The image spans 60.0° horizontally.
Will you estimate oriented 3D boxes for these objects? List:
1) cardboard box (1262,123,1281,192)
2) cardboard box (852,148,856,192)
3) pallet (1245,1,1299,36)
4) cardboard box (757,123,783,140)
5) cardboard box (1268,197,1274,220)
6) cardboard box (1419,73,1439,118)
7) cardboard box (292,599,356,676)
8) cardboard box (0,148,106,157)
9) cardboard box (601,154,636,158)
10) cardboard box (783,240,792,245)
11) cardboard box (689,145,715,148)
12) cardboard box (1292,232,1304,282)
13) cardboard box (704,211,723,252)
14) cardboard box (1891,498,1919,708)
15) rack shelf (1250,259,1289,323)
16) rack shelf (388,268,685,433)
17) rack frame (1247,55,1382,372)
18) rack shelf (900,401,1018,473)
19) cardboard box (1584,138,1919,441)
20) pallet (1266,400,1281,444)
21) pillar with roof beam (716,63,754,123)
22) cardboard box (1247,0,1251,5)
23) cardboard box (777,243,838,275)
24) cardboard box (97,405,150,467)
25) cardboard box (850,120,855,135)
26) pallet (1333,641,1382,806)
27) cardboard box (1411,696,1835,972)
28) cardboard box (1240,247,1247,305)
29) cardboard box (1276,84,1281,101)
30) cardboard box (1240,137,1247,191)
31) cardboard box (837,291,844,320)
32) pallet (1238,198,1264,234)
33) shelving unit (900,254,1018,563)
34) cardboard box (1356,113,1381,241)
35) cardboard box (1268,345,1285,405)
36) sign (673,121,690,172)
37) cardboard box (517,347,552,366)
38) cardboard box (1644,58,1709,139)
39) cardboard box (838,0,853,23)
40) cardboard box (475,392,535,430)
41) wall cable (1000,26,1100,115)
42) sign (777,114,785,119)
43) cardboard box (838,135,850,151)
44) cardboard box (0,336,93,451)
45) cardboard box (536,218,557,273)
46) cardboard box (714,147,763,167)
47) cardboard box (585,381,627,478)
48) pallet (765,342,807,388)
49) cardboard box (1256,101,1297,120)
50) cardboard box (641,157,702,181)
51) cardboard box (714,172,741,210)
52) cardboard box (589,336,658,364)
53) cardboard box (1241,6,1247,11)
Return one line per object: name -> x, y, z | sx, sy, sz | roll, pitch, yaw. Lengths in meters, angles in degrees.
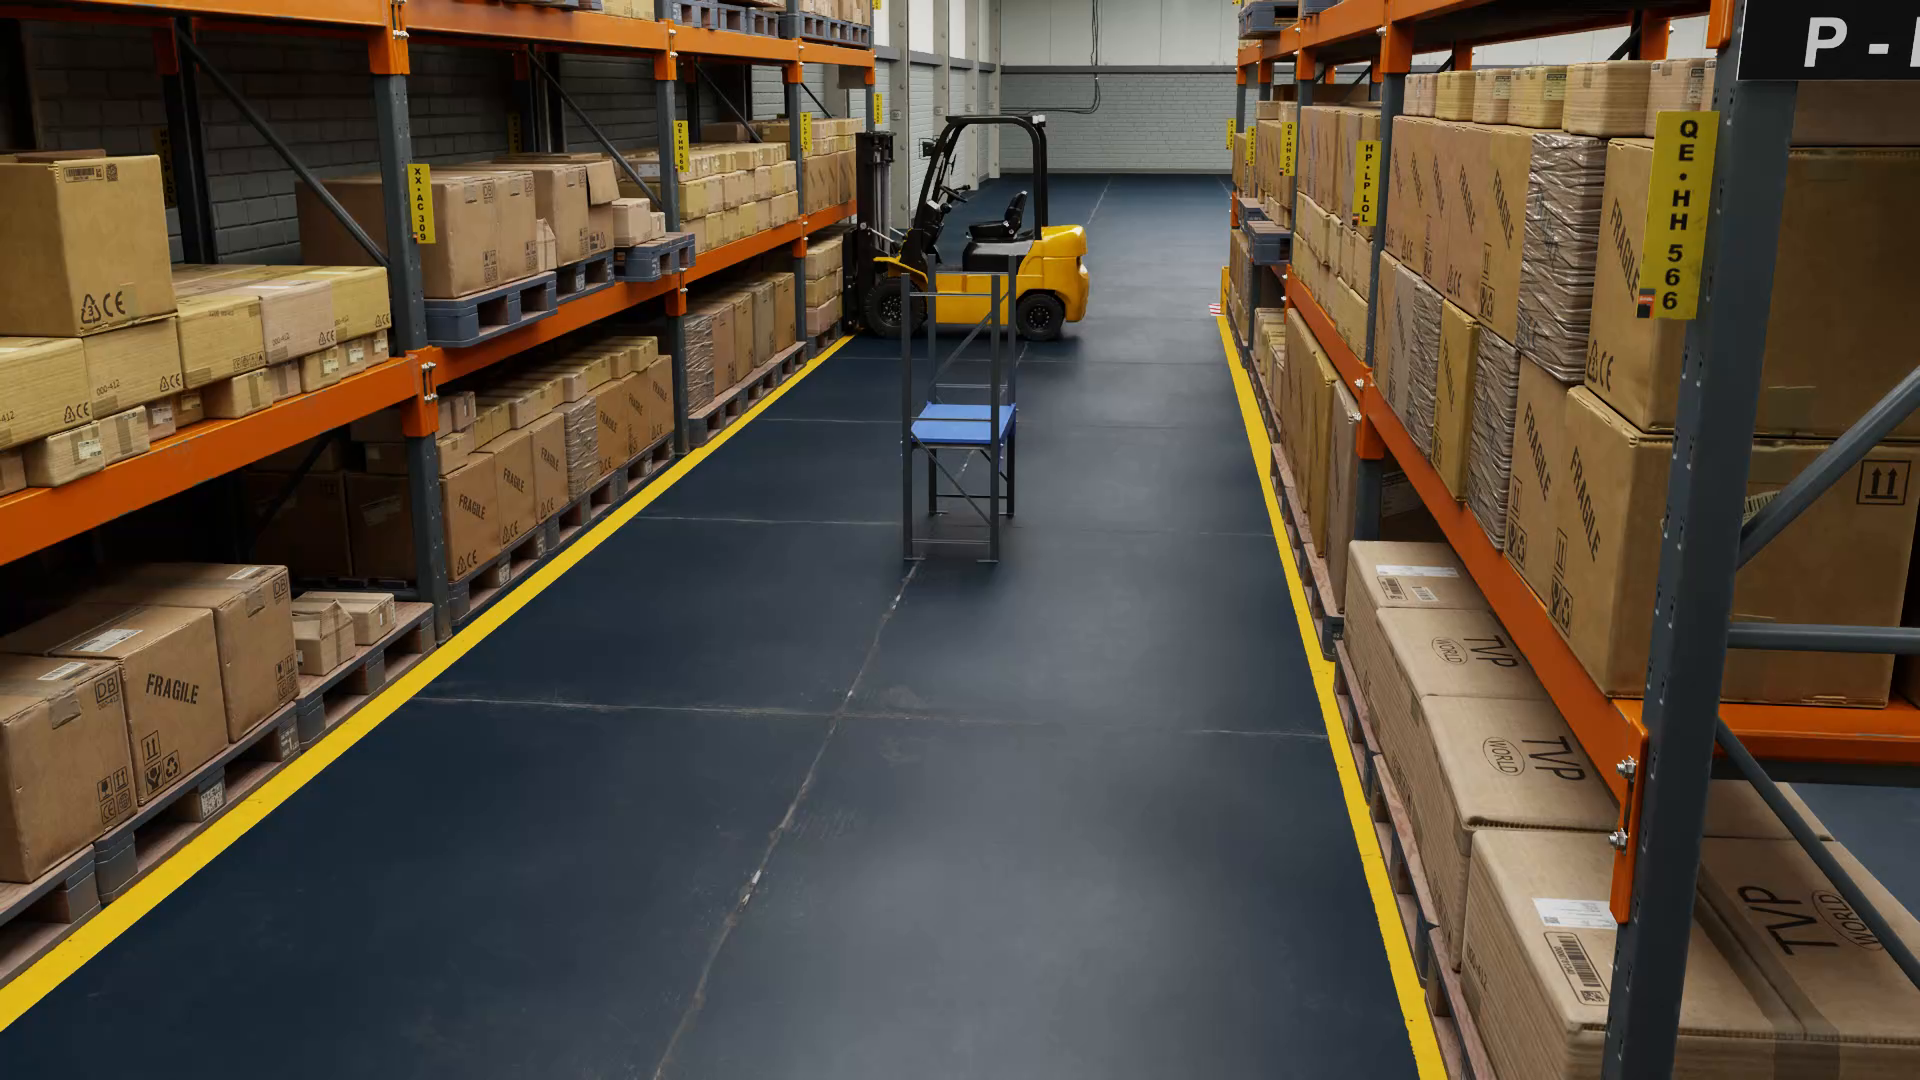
cardboard box -> 2.525, -2.824, 12.293 | 0.500, 0.500, 0.500 | 1, 15, 4
cardboard box -> -1.308, -3.895, 17.628 | 0.500, 0.500, 0.500 | 2, 15, 8
pallet -> 2.746, -3.865, 12.322 | 1.213, 0.211, 1.003 | 2, 15, 6
cardboard box -> -1.644, -3.729, 15.202 | 0.380, 0.149, 0.250 | 2, 15, 7
cardboard box -> 2.383, -2.345, 11.764 | 0.380, 0.149, 0.250 | 2, 15, 7
cardboard box -> 1.827, -1.562, 5.841 | 0.380, 0.149, 0.250 | 2, 15, 7
cardboard box -> -2.611, 0.359, 6.522 | 0.396, 0.266, 0.258 | 2, 15, 8
cardboard box -> -3.232, -1.059, 5.612 | 0.500, 0.500, 0.500 | 1, 15, 5
cardboard box -> -2.546, -2.695, 11.950 | 0.380, 0.149, 0.250 | 1, 15, 5
cardboard box -> -1.921, -2.833, 16.440 | 0.500, 0.250, 0.500 | 2, 15, 7
cardboard box -> -2.261, -3.223, 13.899 | 0.380, 0.149, 0.250 | 2, 15, 6
cardboard box -> 2.279, -1.704, 10.006 | 0.500, 0.250, 0.500 | 1, 15, 5
cardboard box -> -1.993, -2.207, 11.866 | 0.500, 0.250, 0.500 | 1, 15, 5
cardboard box -> 2.021, 0.014, 3.171 | 0.500, 0.500, 0.500 | 2, 15, 6
rack shelf -> 2.810, -2.068, 12.441 | 1.077, 0.370, 4.000 | 2, 15, 6
rack shelf -> -2.574, -1.176, 9.141 | 1.077, 0.370, 4.000 | 2, 15, 6
rack frame -> 3.036, -2.934, 14.265 | 1.000, 3.000, 0.127 | 2, 15, 6
rack shelf -> 0.010, -0.572, 9.095 | 0.538, 0.185, 1.000 | 2, 15, 6
cardboard box -> 1.500, -0.484, 3.100 | 0.500, 0.500, 0.500 | 2, 15, 8
pallet -> 2.674, -0.753, 11.542 | 1.003, 0.211, 1.213 | 2, 15, 6
pillar with roof beam -> 1.858, -6.732, 16.817 | 9.100, 9.000, 0.400 | 2, 15, 6
cardboard box -> 2.572, -4.372, 13.321 | 0.500, 0.250, 0.500 | 1, 15, 5
cardboard box -> -1.462, -2.686, 15.895 | 0.500, 0.250, 0.500 | 2, 15, 6
cardboard box -> -2.737, -0.324, 5.095 | 0.380, 0.149, 0.250 | 2, 15, 8
cardboard box -> -1.297, -4.256, 17.149 | 0.380, 0.149, 0.250 | 2, 15, 8
pallet -> 1.970, 0.682, 6.235 | 1.003, 0.211, 1.213 | 2, 15, 6
cardboard box -> 1.752, 0.801, 4.557 | 0.875, 0.438, 0.875 | 2, 15, 8
cardboard box -> 2.892, -2.464, 15.556 | 0.500, 0.500, 0.500 | 2, 15, 7
cardboard box -> 3.582, -4.376, 16.921 | 0.700, 0.500, 0.500 | 2, 15, 7
cardboard box -> 2.997, -3.650, 16.151 | 0.500, 0.500, 0.500 | 1, 15, 5
cardboard box -> -1.429, -2.336, 16.517 | 0.500, 0.250, 0.500 | 2, 15, 7
pallet -> 2.805, -2.647, 13.573 | 1.003, 0.211, 1.213 | 2, 15, 6
shelving unit -> 0.010, -0.746, 9.048 | 0.538, 1.500, 1.048 | 2, 15, 6
cardboard box -> 1.934, -1.513, 6.904 | 0.500, 0.500, 0.500 | 2, 15, 8
cardboard box -> 2.733, -1.168, 11.966 | 0.950, 0.372, 0.625 | 1, 15, 5
sign -> -1.808, -2.549, 10.775 | 0.100, 0.325, 0.005 | 2, 15, 6
cardboard box -> -2.722, -1.090, 10.187 | 0.380, 0.149, 0.250 | 2, 15, 7
cardboard box -> 1.528, -0.831, 3.139 | 0.380, 0.149, 0.250 | 2, 15, 7
cardboard box -> -1.468, -5.479, 16.744 | 0.700, 0.500, 0.500 | 2, 15, 7
cardboard box -> -2.440, -0.675, 8.652 | 0.380, 0.149, 0.250 | 2, 15, 6
wall cable -> 2.612, -13.865, 49.148 | 3.097, 2.526, 0.112 | 2, 15, 6
sign -> -1.996, -4.590, 18.582 | 0.100, 0.325, 0.005 | 2, 15, 6
cardboard box -> -1.326, -4.046, 16.945 | 0.380, 0.149, 0.250 | 2, 15, 7
cardboard box -> -2.821, -0.410, 4.649 | 0.500, 0.250, 0.500 | 1, 15, 5
cardboard box -> -2.261, -1.491, 8.382 | 0.396, 0.266, 0.258 | 2, 15, 9
cardboard box -> -1.795, -3.078, 13.363 | 0.380, 0.149, 0.250 | 1, 15, 5
cardboard box -> -2.305, -0.656, 9.827 | 0.500, 0.500, 0.500 | 2, 15, 9
pallet -> -1.941, -1.541, 14.455 | 1.003, 0.211, 1.213 | 2, 15, 6
cardboard box -> 2.631, -3.530, 13.661 | 0.380, 0.149, 0.250 | 2, 15, 6
cardboard box -> -1.990, -2.546, 11.397 | 0.380, 0.149, 0.250 | 2, 15, 7
cardboard box -> -1.920, -2.583, 12.299 | 0.500, 0.250, 0.500 | 1, 15, 5
cardboard box -> -2.152, -1.215, 10.651 | 0.380, 0.149, 0.250 | 1, 15, 4
cardboard box -> 3.099, -5.237, 16.756 | 0.500, 0.250, 0.500 | 1, 15, 5
